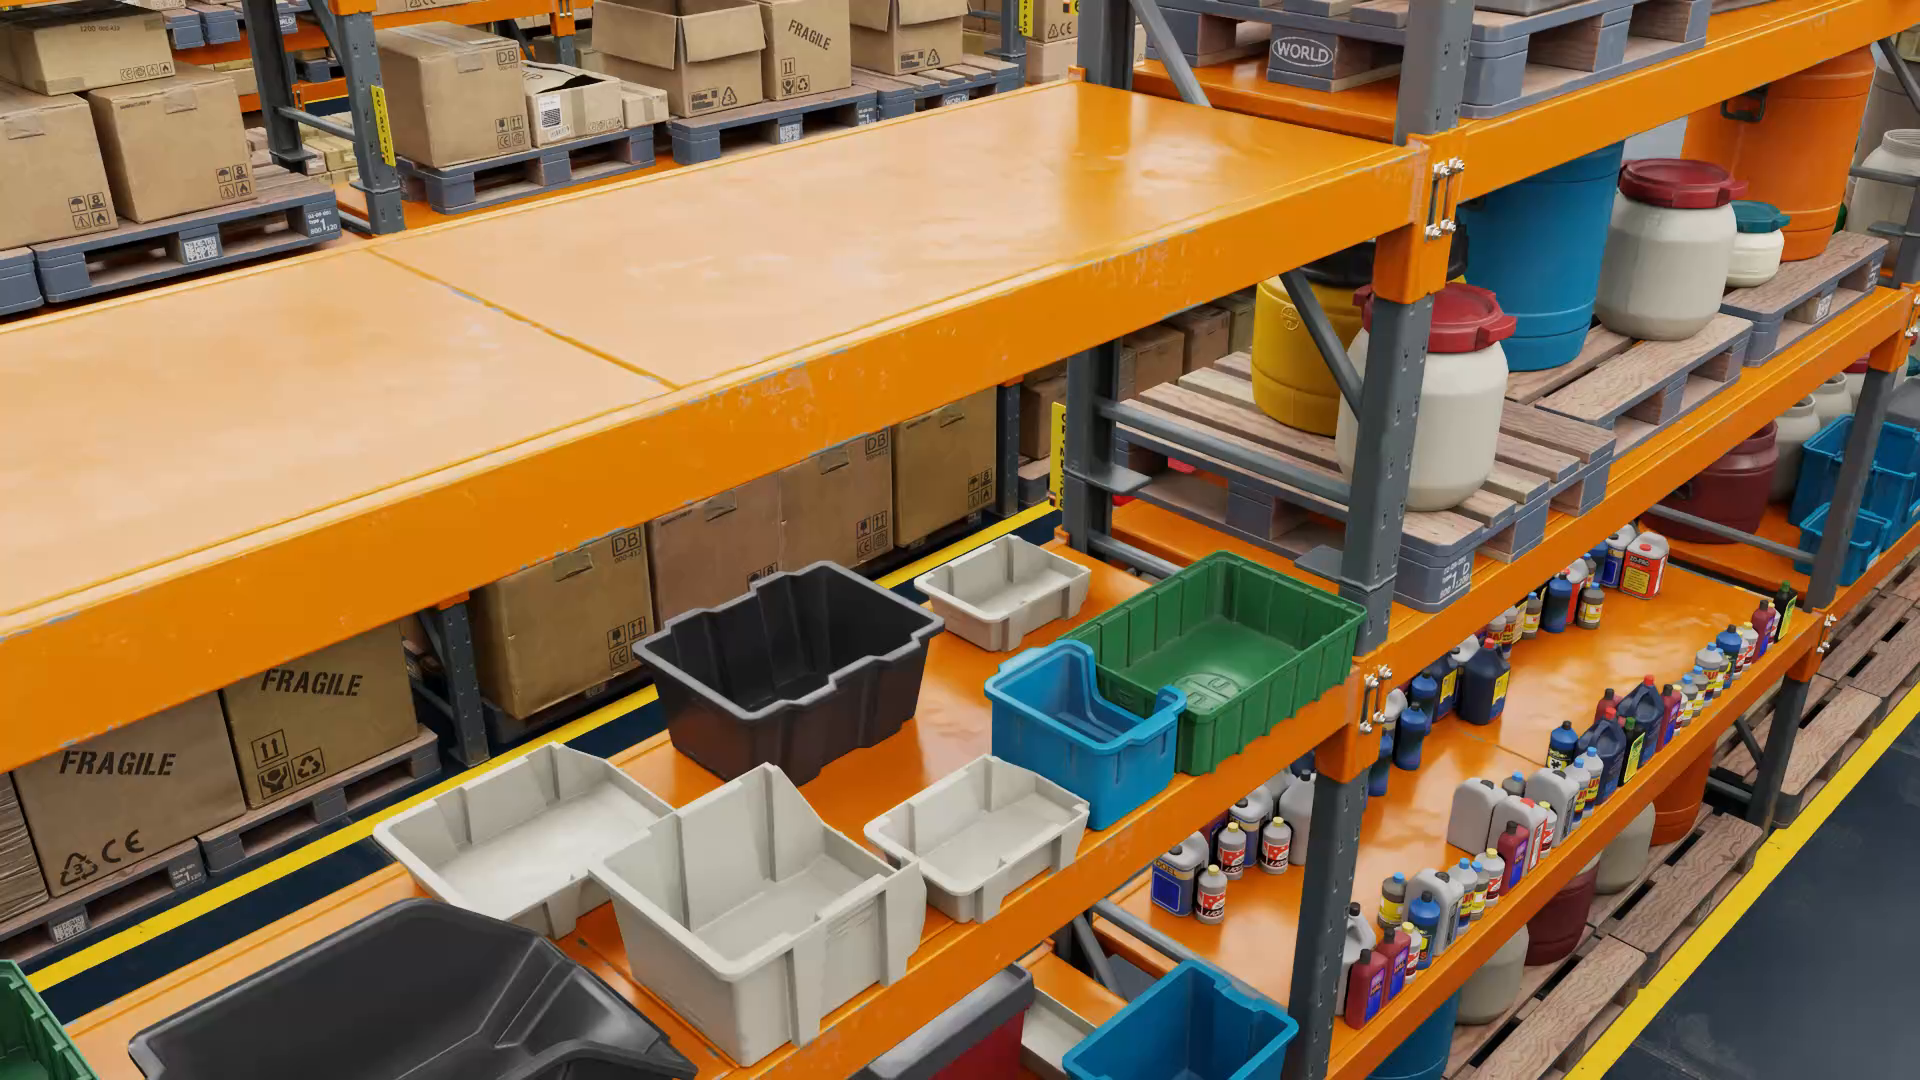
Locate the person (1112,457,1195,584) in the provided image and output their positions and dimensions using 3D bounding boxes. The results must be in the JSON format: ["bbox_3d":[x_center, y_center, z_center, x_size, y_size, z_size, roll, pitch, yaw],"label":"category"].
[{"bbox_3d":[1.150,-0.140,10.088,0.566,0.915,0.880,24,36,38],"label":"person"}]
